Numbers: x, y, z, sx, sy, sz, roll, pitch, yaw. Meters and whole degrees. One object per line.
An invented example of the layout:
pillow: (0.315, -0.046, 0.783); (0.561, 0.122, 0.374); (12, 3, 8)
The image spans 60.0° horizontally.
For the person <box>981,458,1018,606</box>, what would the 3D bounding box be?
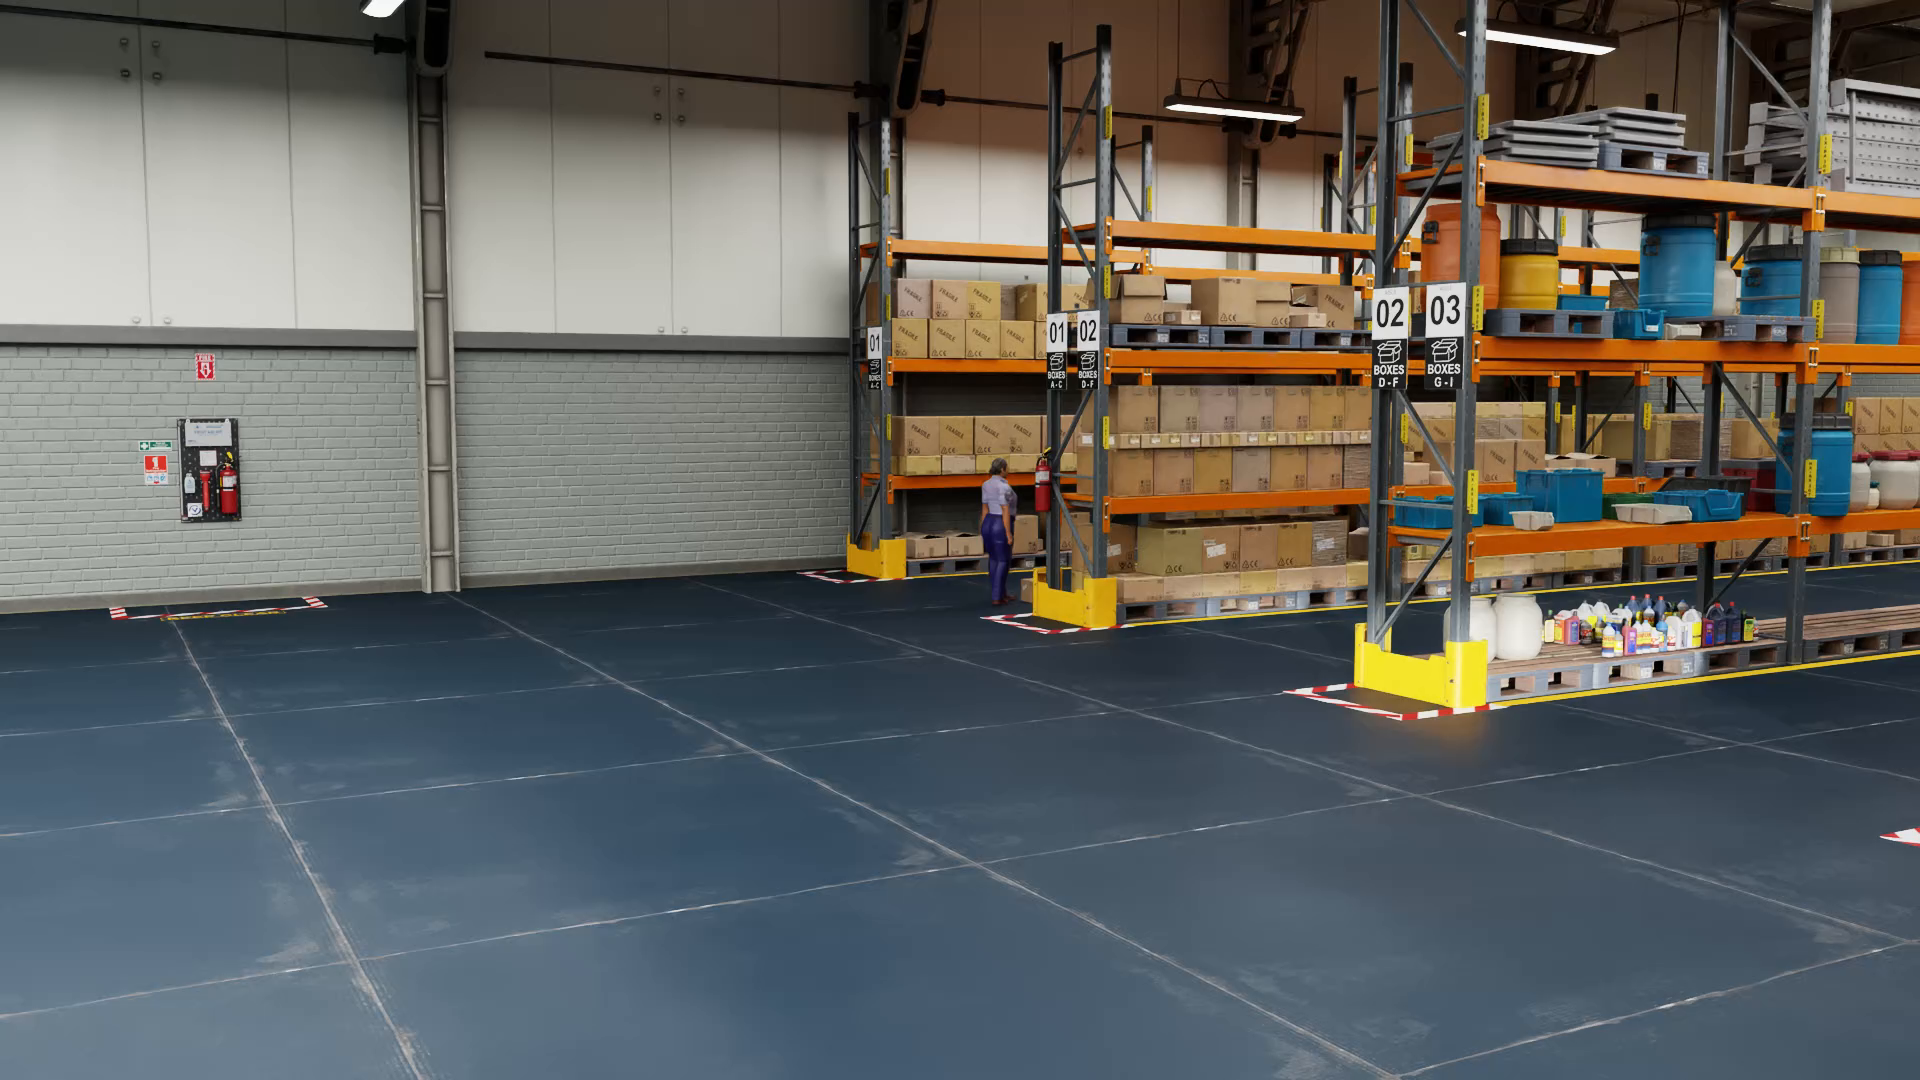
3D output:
person: (0.496, -0.103, 18.729); (0.548, 1.654, 0.491); (-4, 6, -34)
